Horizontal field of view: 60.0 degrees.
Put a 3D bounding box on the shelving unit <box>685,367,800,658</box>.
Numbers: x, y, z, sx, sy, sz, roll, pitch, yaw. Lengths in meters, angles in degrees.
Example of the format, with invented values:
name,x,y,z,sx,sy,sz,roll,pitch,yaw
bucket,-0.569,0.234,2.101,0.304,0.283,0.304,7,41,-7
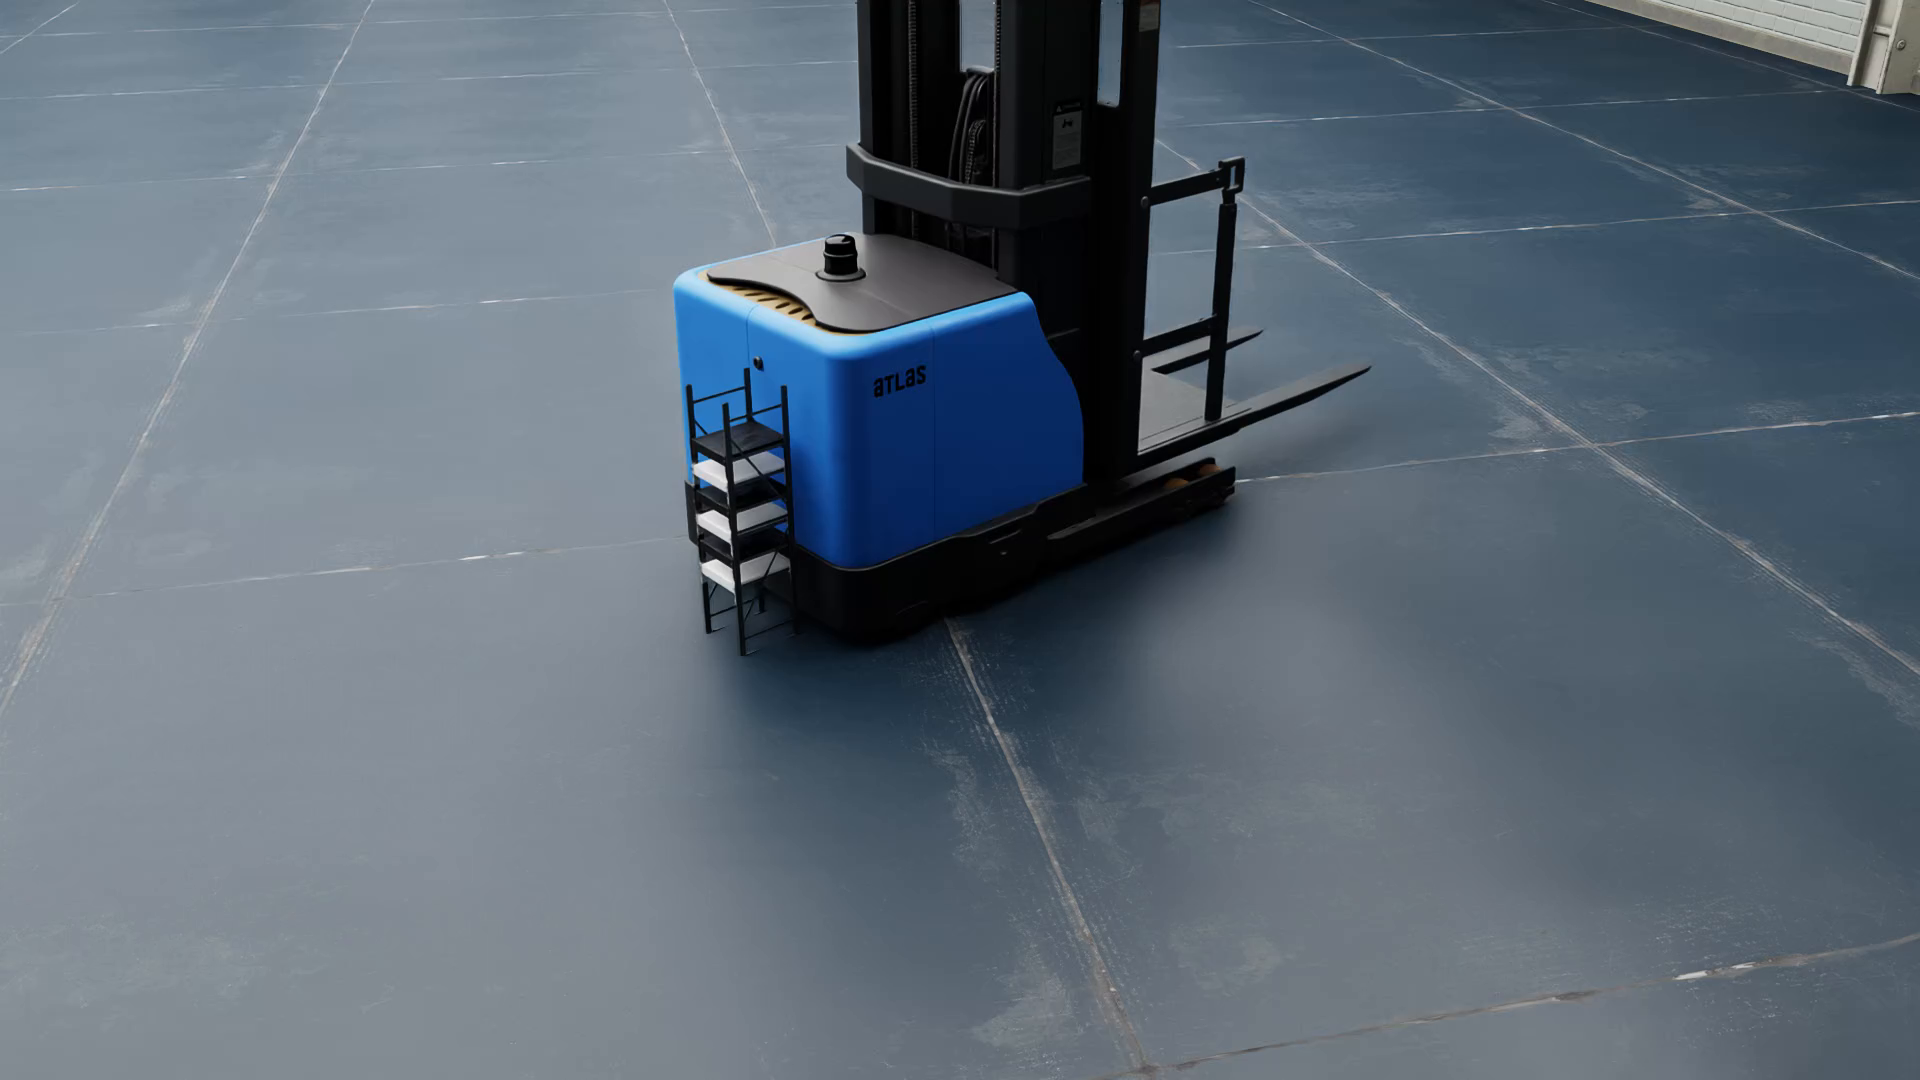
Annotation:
name,x,y,z,sx,sy,sz,roll,pitch,yaw
shelving unit,-0.701,-0.084,5.417,0.258,0.900,0.210,-22,34,-36

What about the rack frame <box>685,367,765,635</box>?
name,x,y,z,sx,sy,sz,roll,pitch,yaw
rack frame,-0.768,-0.118,5.485,0.240,0.900,0.006,-22,34,-36

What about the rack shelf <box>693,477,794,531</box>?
name,x,y,z,sx,sy,sz,roll,pitch,yaw
rack shelf,-0.701,-0.134,5.391,0.258,0.077,0.200,-22,34,-36

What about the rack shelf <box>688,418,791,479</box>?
name,x,y,z,sx,sy,sz,roll,pitch,yaw
rack shelf,-0.702,-0.295,5.310,0.258,0.077,0.200,-22,34,-36

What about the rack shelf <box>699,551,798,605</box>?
name,x,y,z,sx,sy,sz,roll,pitch,yaw
rack shelf,-0.701,0.106,5.513,0.258,0.077,0.200,-22,34,-36

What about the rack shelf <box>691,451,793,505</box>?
name,x,y,z,sx,sy,sz,roll,pitch,yaw
rack shelf,-0.702,-0.215,5.350,0.258,0.077,0.200,-22,34,-36

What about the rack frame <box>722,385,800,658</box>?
name,x,y,z,sx,sy,sz,roll,pitch,yaw
rack frame,-0.634,-0.049,5.348,0.240,0.900,0.006,-22,34,-36

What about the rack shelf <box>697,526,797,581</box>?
name,x,y,z,sx,sy,sz,roll,pitch,yaw
rack shelf,-0.701,0.026,5.472,0.258,0.077,0.200,-22,34,-36

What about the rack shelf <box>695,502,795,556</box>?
name,x,y,z,sx,sy,sz,roll,pitch,yaw
rack shelf,-0.701,-0.054,5.432,0.258,0.077,0.200,-22,34,-36

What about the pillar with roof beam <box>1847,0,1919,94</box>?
name,x,y,z,sx,sy,sz,roll,pitch,yaw
pillar with roof beam,3.289,-7.257,10.641,9.100,9.000,0.400,-6,27,-12

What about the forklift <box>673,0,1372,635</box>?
name,x,y,z,sx,sy,sz,roll,pitch,yaw
forklift,0.444,-1.539,6.046,3.031,2.935,1.130,-22,34,-36
